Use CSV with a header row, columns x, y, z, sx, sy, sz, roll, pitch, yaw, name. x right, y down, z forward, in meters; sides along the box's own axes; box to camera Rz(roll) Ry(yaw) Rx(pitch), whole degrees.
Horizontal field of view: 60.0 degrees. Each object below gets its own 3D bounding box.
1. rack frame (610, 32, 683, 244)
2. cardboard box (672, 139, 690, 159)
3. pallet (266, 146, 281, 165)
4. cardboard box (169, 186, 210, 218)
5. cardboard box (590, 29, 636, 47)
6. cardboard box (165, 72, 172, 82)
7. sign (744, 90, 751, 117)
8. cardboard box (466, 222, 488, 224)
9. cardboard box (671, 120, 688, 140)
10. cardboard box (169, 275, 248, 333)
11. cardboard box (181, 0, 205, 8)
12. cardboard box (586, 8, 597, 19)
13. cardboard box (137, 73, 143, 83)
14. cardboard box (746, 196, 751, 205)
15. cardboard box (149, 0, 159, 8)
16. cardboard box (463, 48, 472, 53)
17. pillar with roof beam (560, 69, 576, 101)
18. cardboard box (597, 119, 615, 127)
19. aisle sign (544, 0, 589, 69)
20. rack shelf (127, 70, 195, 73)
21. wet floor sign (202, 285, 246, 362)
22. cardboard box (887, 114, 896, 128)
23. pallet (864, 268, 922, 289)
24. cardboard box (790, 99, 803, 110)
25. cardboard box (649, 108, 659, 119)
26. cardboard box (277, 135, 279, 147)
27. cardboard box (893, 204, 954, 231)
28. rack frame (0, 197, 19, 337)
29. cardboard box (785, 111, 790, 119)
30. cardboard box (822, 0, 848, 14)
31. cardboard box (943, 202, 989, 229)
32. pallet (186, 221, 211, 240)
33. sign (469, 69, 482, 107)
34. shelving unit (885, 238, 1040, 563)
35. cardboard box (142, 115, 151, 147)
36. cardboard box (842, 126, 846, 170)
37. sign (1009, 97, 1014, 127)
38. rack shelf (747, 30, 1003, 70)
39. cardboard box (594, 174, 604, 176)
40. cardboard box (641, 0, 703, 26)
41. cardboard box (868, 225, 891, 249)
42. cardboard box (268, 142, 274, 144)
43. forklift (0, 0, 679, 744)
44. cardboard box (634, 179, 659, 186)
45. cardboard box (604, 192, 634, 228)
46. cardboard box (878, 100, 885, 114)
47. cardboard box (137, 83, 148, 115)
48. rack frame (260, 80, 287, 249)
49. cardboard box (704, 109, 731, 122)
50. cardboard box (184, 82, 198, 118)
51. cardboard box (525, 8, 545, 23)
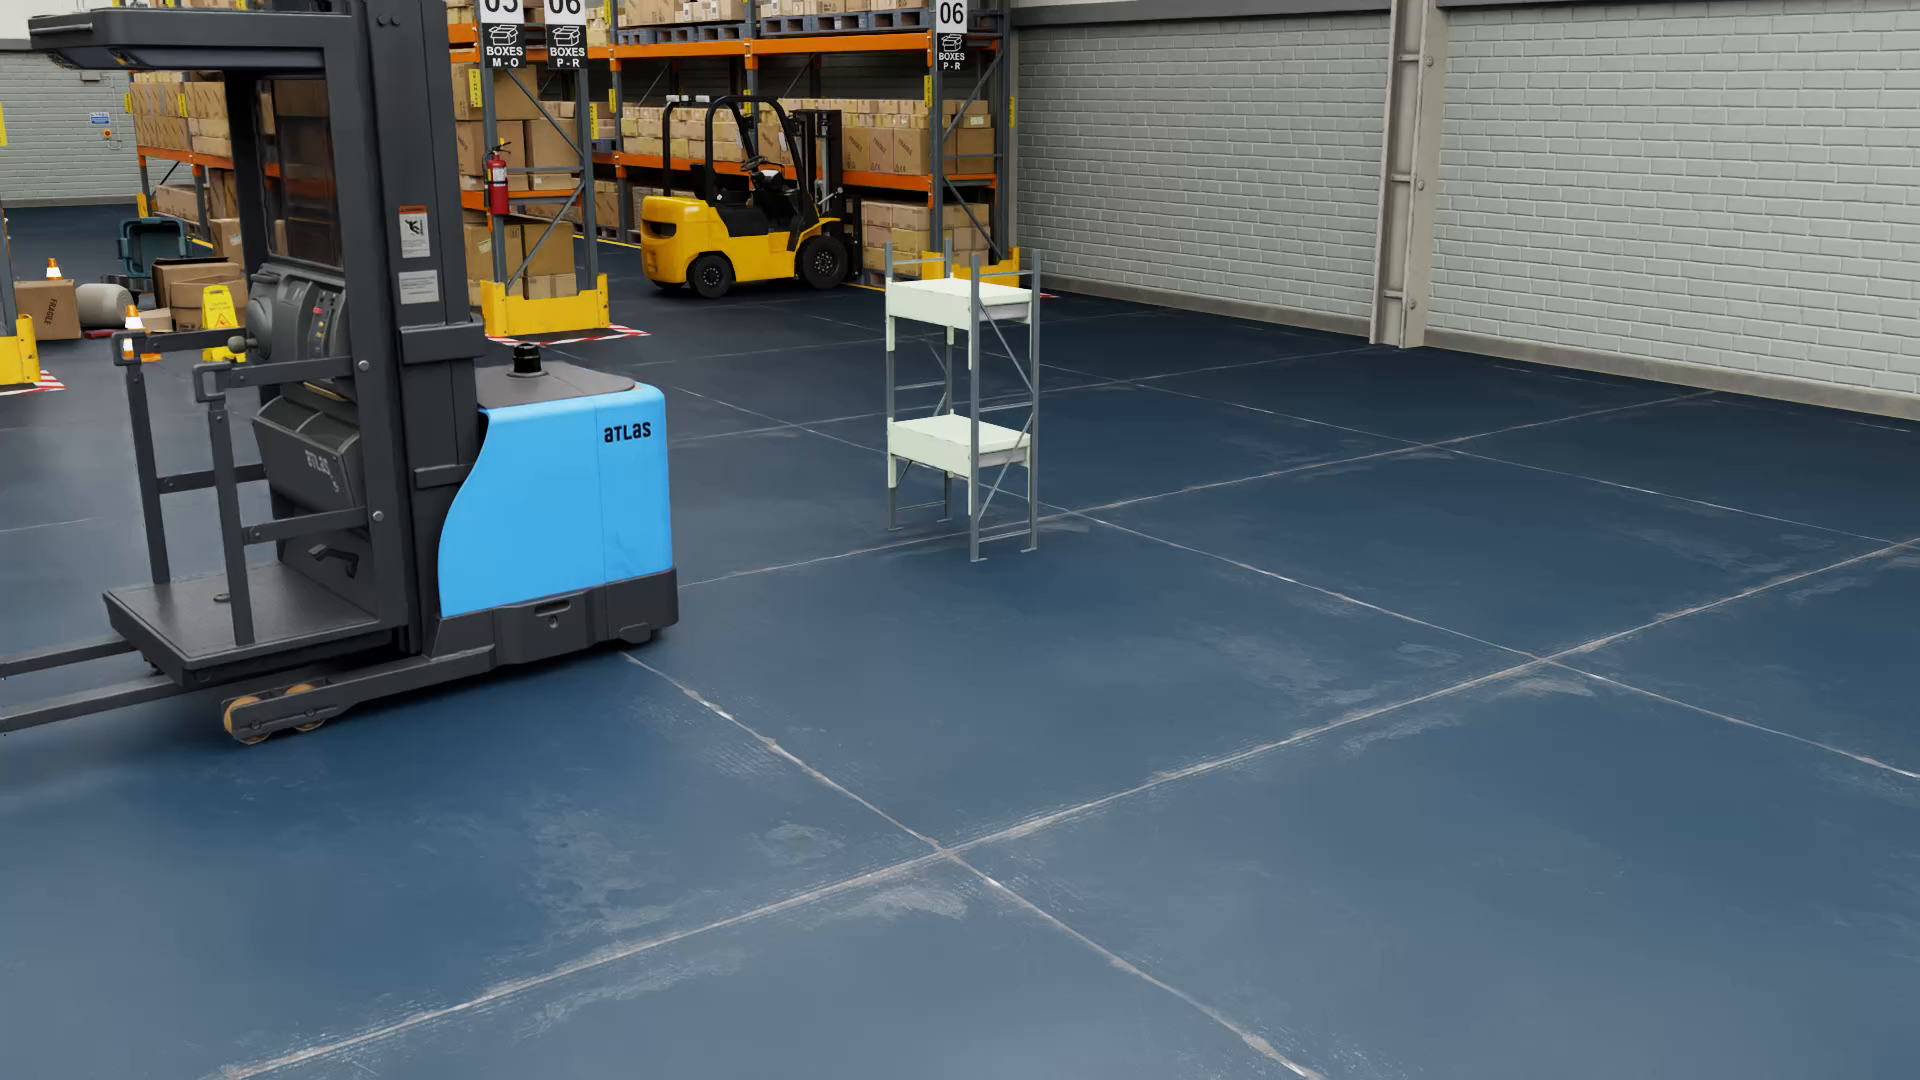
x,y,z,sx,sy,sz,roll,pitch,yaw,name
-4.594,-5.921,24.527,1.000,3.000,0.127,-11,19,-35,rack frame
-3.627,-5.388,22.864,0.500,0.250,0.500,-10,18,-33,cardboard box
-8.101,-4.922,21.239,1.213,0.211,1.003,-11,19,-35,pallet
-12.296,-5.505,27.066,0.875,0.438,0.875,-10,18,-33,cardboard box
-5.092,-7.367,24.414,0.500,0.250,0.500,-12,19,-36,cardboard box
-11.942,-7.091,25.489,0.380,0.149,0.250,-11,19,-35,cardboard box
-2.675,-5.501,20.949,0.100,0.325,0.005,-11,19,-35,sign
-4.894,-2.921,16.559,0.500,0.500,0.500,-10,18,-33,cardboard box
-3.623,-5.630,22.802,0.500,0.250,0.500,-11,19,-34,cardboard box
-6.983,-2.219,15.732,0.637,0.503,0.797,4,16,13,cardboard box
-10.675,-7.468,23.513,0.500,0.500,0.500,-11,19,-36,cardboard box
-5.301,-7.780,24.603,0.380,0.149,0.250,-12,19,-36,cardboard box
-13.054,-7.464,26.854,0.380,0.149,0.250,-10,18,-33,cardboard box
-2.558,-4.234,22.065,0.875,0.625,0.625,-10,18,-32,cardboard box
-12.246,-8.150,25.815,0.500,0.500,0.500,-10,18,-34,cardboard box
-8.325,-8.456,28.583,0.380,0.149,0.250,-10,18,-33,cardboard box
-10.108,-9.289,25.469,9.100,9.000,0.400,-11,19,-35,pillar with roof beam
-5.476,-6.226,25.131,0.500,0.250,0.500,-12,19,-37,cardboard box
-3.616,-4.730,15.252,0.394,0.787,0.004,-11,19,-35,aisle sign
-12.134,-7.531,26.090,1.077,0.370,4.000,-11,19,-35,rack shelf
-6.229,-1.817,13.993,0.232,0.644,0.267,14,21,42,wet floor sign
-0.598,-4.719,18.718,0.380,0.149,0.250,-10,18,-34,cardboard box
-0.373,-3.025,19.227,1.003,0.211,1.213,-11,19,-35,pallet
-1.842,-5.291,20.246,0.380,0.149,0.250,-10,18,-33,cardboard box
-4.151,-6.007,23.423,0.380,0.149,0.250,-11,19,-34,cardboard box
-8.427,-5.067,21.089,0.380,0.149,0.250,-12,20,-38,cardboard box
-0.413,-3.621,18.644,0.500,0.250,0.500,-10,18,-33,cardboard box
-7.847,-2.652,12.582,1.000,3.000,0.127,-11,19,-35,rack frame
-1.938,-5.213,20.521,0.380,0.149,0.250,-11,19,-35,cardboard box
-1.182,-6.382,19.349,0.797,0.503,0.637,-10,18,-33,cardboard box
-0.019,-3.703,18.944,0.500,0.250,0.500,-11,19,-35,cardboard box
-11.342,-4.833,25.836,1.003,0.211,1.213,-11,19,-35,pallet
-4.363,-4.070,14.974,0.100,0.325,0.005,-11,19,-35,sign
0.004,-0.722,8.373,0.431,1.500,0.755,-11,19,-35,shelving unit
-12.940,-6.655,27.022,0.500,0.500,0.500,-11,19,-35,cardboard box
-1.295,-4.652,19.703,0.500,0.500,0.500,-11,19,-34,cardboard box
0.563,-4.753,18.471,0.100,0.325,0.005,-11,19,-35,sign
-1.066,-5.740,19.545,1.077,0.370,4.000,-11,19,-35,rack shelf
-5.897,-5.827,26.896,0.380,0.149,0.250,-10,18,-33,cardboard box
-3.987,-7.382,23.009,0.700,0.500,0.500,-11,19,-36,cardboard box
-0.715,-3.494,19.127,0.500,0.250,0.500,-11,19,-35,cardboard box
-9.114,-5.145,21.977,0.500,0.250,0.500,-12,19,-36,cardboard box
-2.642,-0.843,6.104,3.031,2.935,1.130,-13,20,-39,forklift
-4.783,-5.451,25.522,0.380,0.149,0.250,-10,18,-33,cardboard box
-5.016,-4.975,25.010,0.500,0.500,0.500,-10,18,-33,cardboard box
-0.703,-4.925,18.908,0.380,0.149,0.250,-11,19,-34,cardboard box
-12.949,-7.133,26.871,0.500,0.500,0.500,-11,19,-36,cardboard box
-8.606,-5.150,21.709,1.000,3.000,0.127,-11,19,-35,rack frame
-3.152,-5.615,21.990,0.380,0.149,0.250,-12,19,-36,cardboard box
-10.932,-6.396,24.179,0.500,0.500,0.500,-11,19,-34,cardboard box
-3.835,-4.888,15.548,0.380,0.149,0.250,-11,19,-34,cardboard box
